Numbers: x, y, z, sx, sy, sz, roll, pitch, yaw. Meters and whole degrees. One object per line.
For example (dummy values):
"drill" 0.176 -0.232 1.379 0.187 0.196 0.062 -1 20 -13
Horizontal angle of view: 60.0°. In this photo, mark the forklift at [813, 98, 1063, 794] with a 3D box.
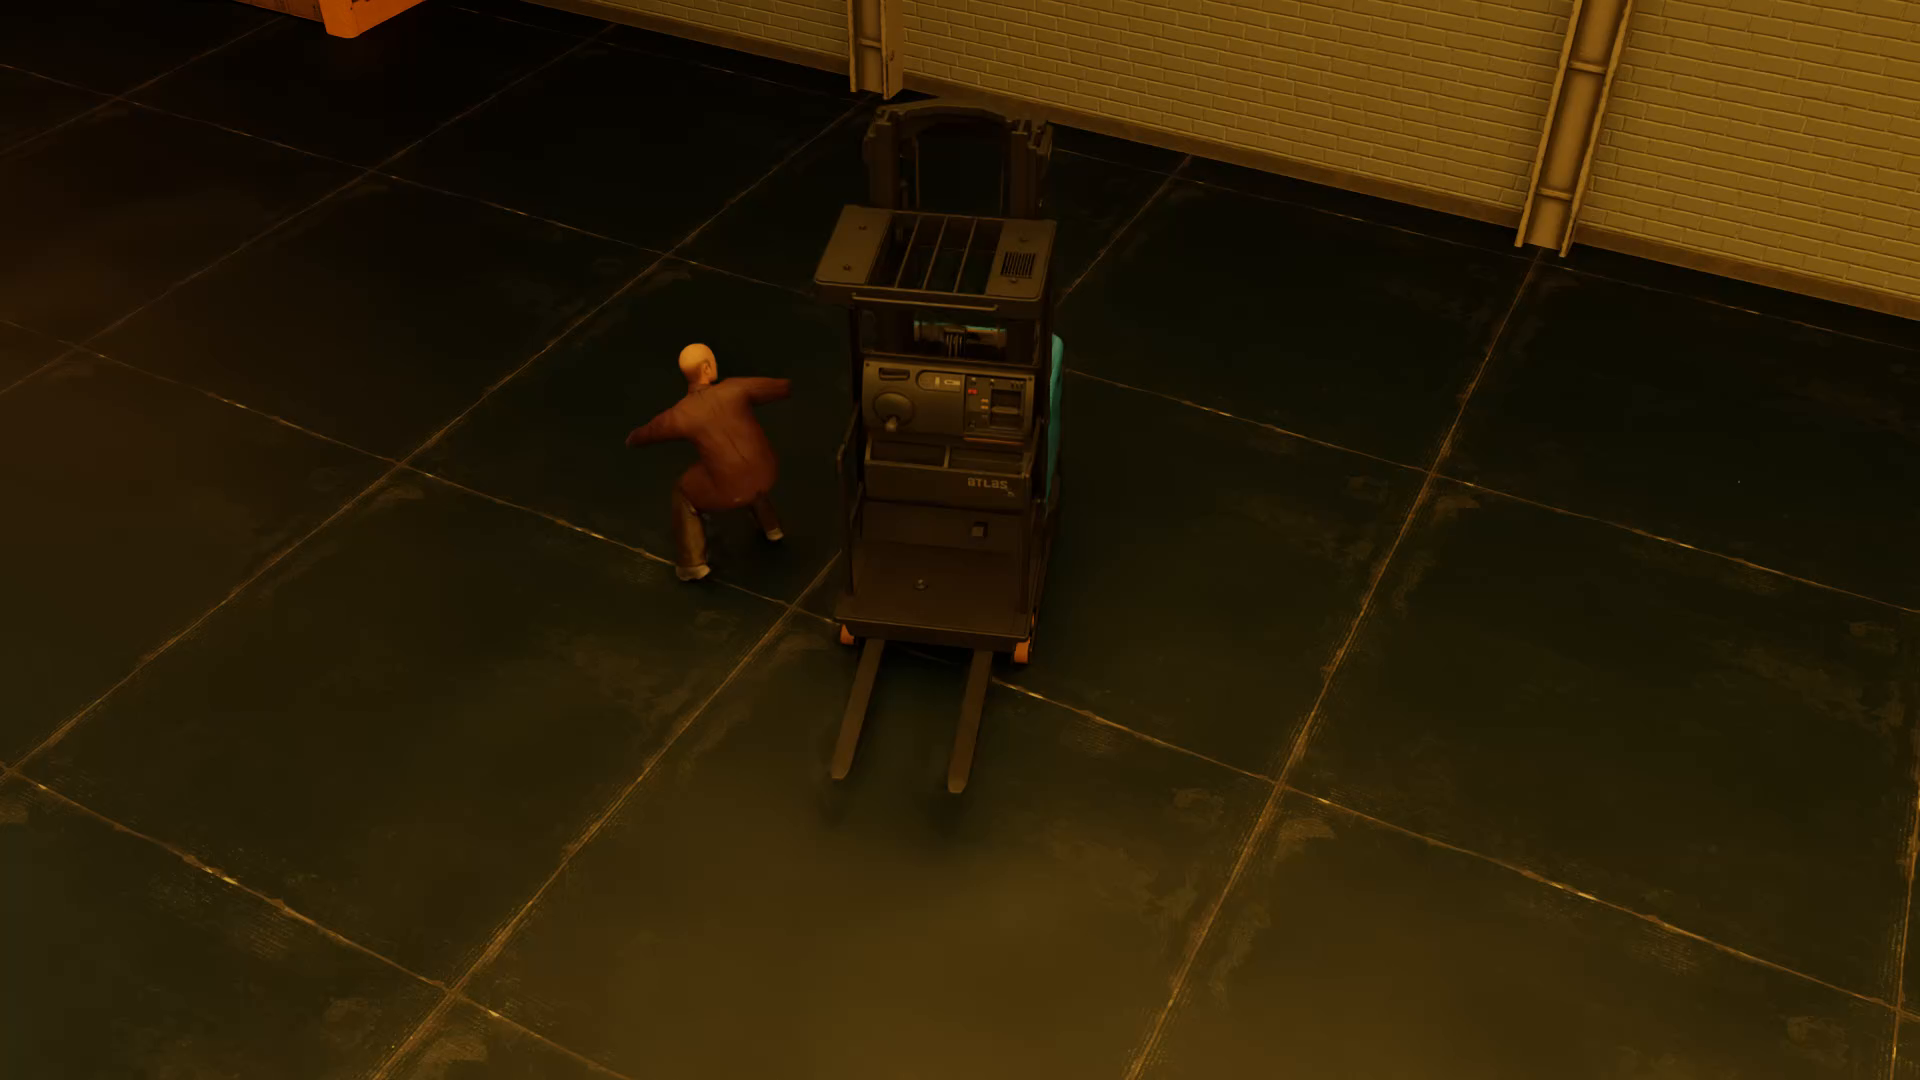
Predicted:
"forklift" -0.095 -0.668 8.780 1.130 2.935 3.031 6 40 7

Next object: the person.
"person" -1.427 -0.527 9.745 0.847 1.529 0.913 -22 45 -24
